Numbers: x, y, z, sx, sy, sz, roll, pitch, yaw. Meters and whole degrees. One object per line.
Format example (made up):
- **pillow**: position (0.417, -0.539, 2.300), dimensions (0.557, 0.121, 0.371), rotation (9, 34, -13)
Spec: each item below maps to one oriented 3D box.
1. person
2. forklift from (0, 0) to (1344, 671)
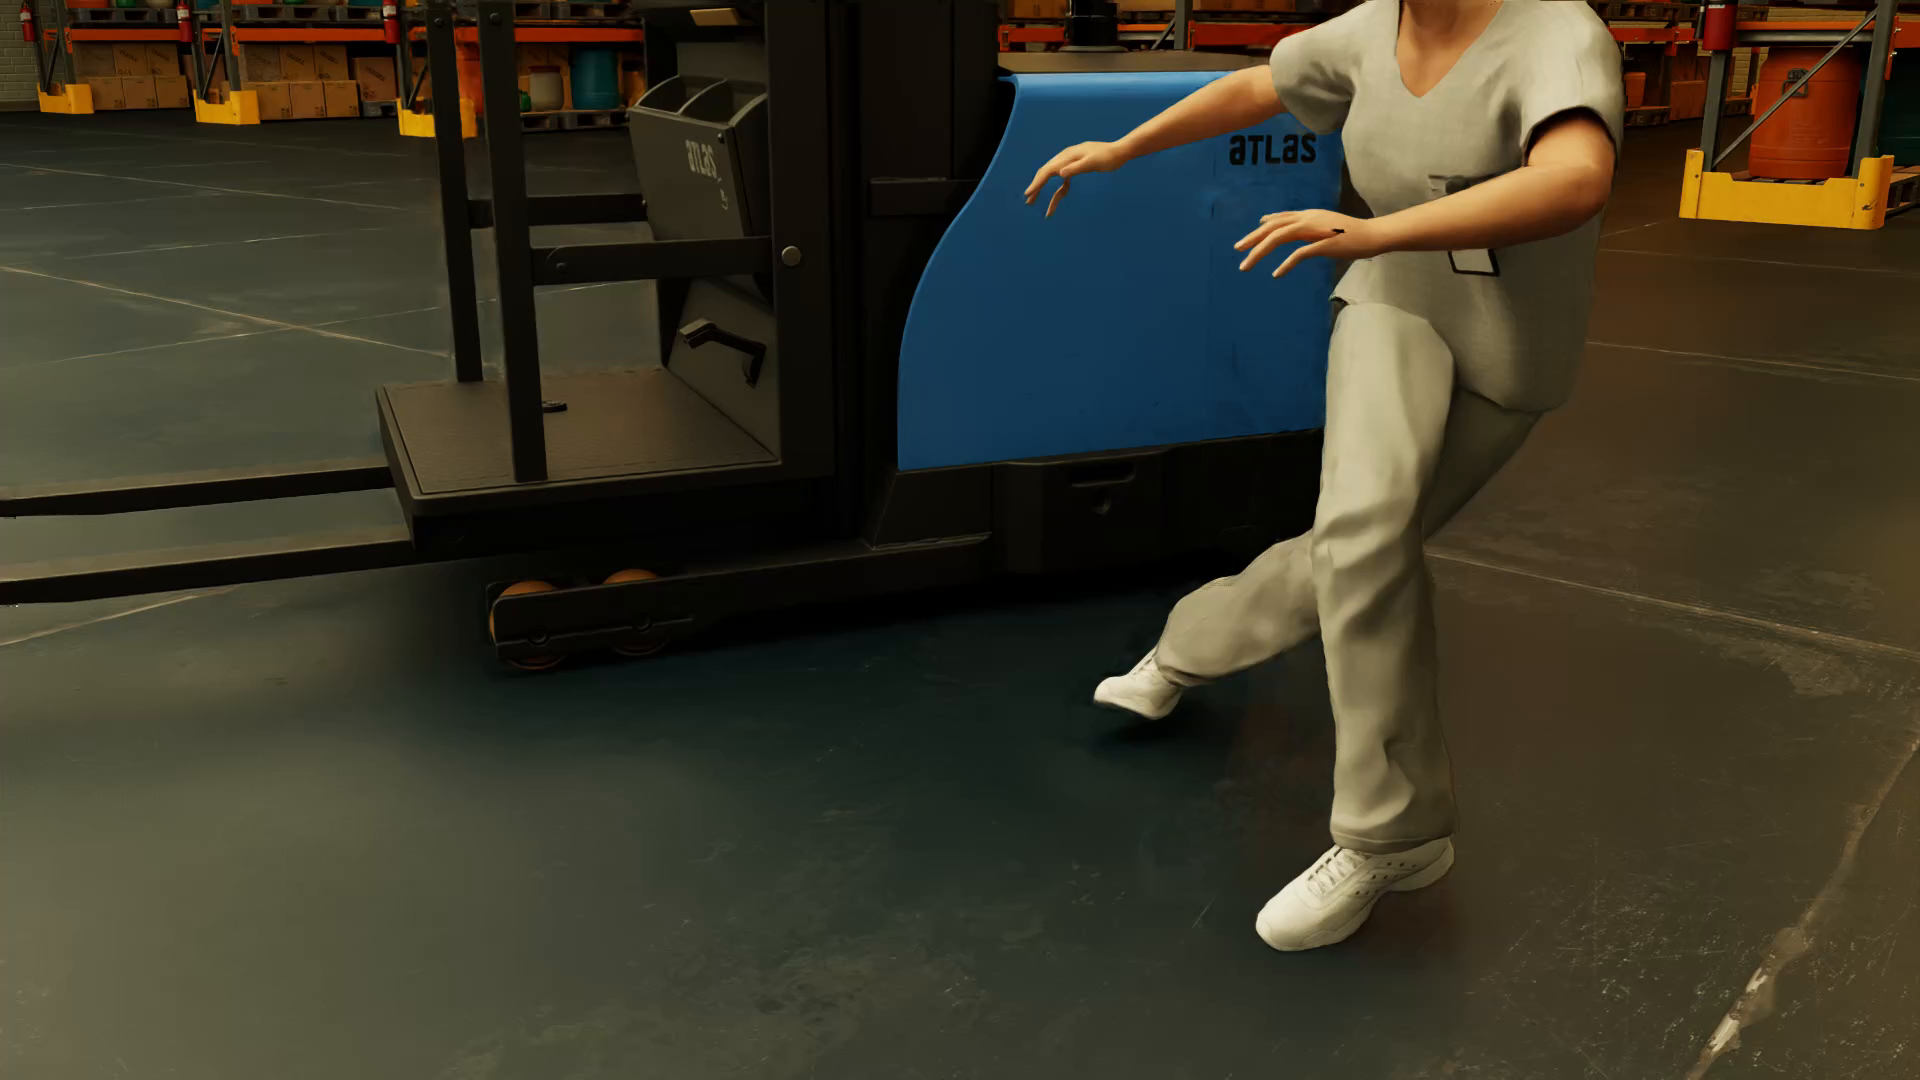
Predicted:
- **person**: position (0.444, -0.233, 2.260), dimensions (0.858, 1.445, 0.969), rotation (10, 20, 30)
- **forklift**: position (-0.732, -1.330, 3.279), dimensions (3.031, 2.935, 1.130), rotation (-7, 18, -21)
